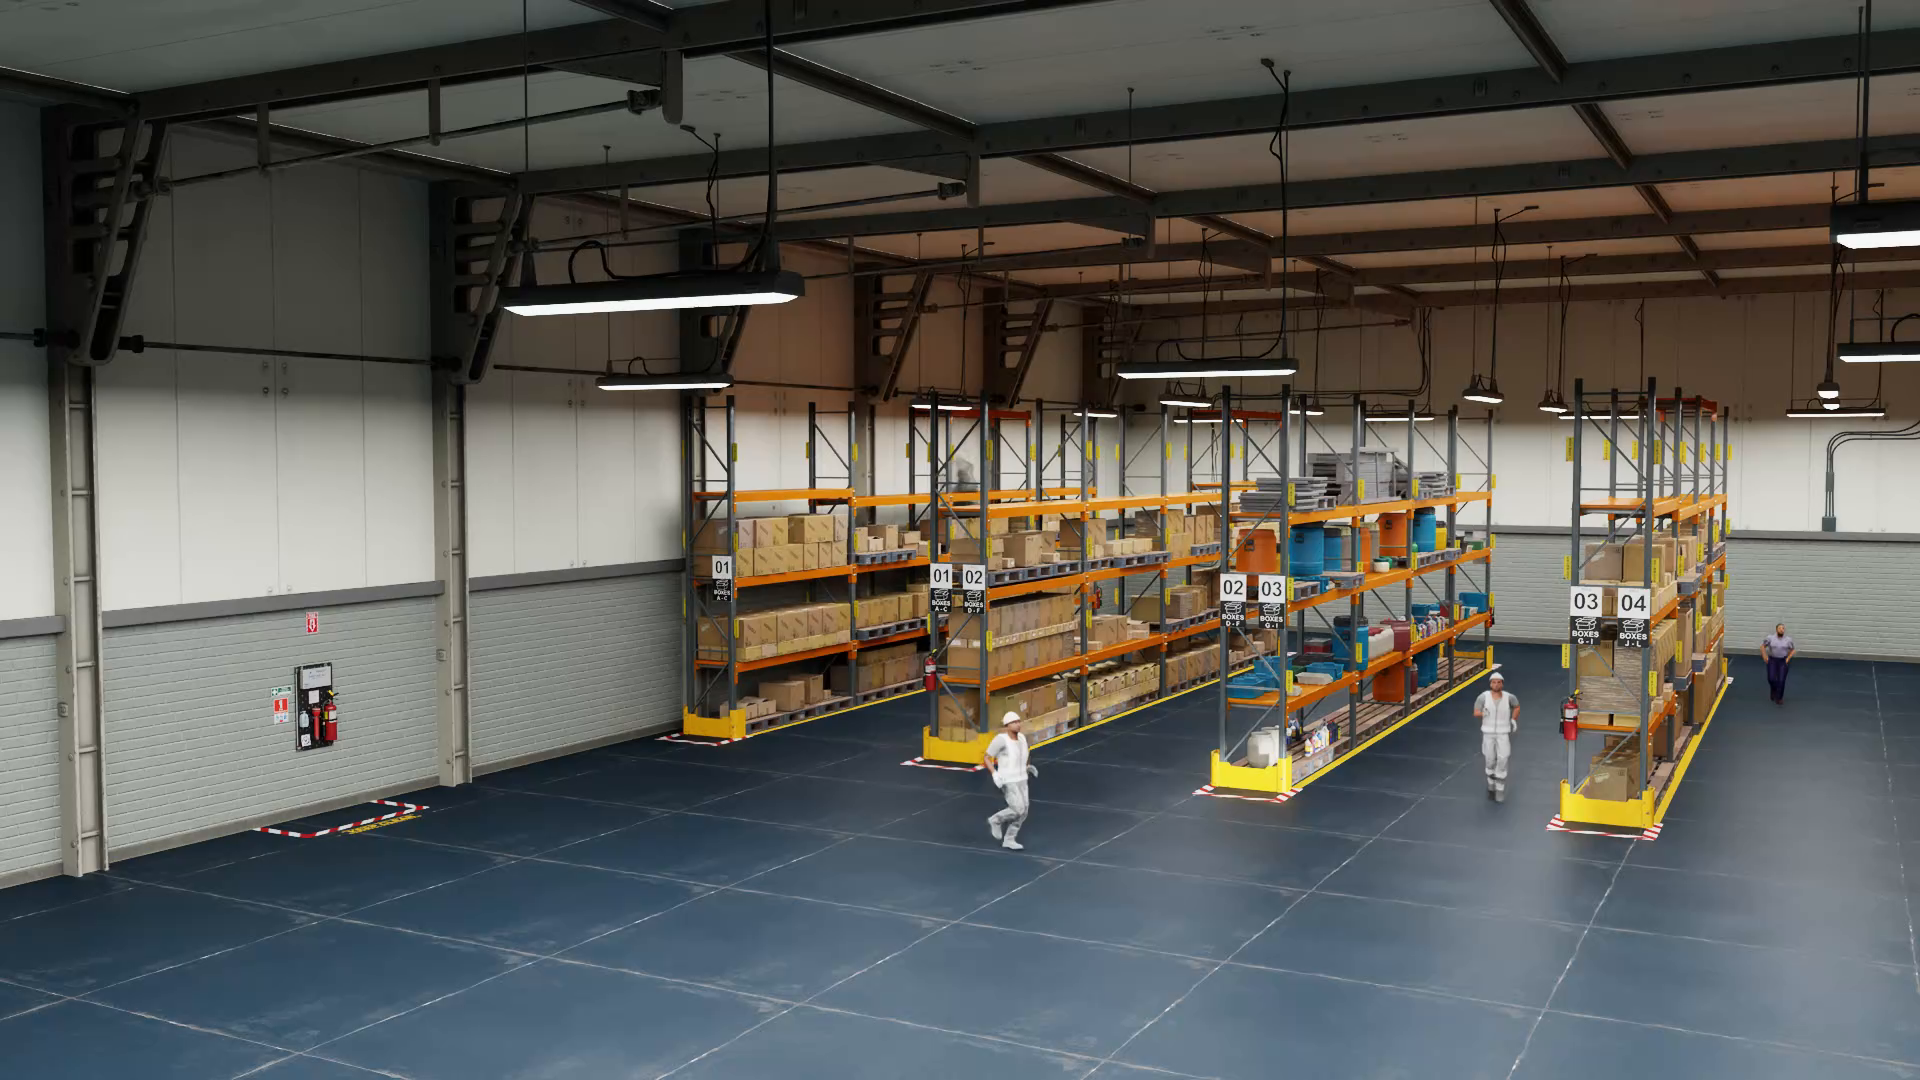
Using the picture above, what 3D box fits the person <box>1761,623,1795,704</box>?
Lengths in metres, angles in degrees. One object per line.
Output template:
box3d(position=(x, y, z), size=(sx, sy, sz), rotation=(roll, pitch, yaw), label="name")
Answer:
box3d(position=(16.263, 2.466, 33.055), size=(0.615, 1.610, 0.498), rotation=(1, 3, 23), label="person")

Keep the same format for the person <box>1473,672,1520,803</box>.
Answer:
box3d(position=(7.749, 2.836, 24.042), size=(0.633, 1.842, 0.743), rotation=(1, 3, 20), label="person")

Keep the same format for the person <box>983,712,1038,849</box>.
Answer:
box3d(position=(0.670, 3.033, 20.959), size=(0.596, 1.734, 0.687), rotation=(3, 4, 43), label="person")
